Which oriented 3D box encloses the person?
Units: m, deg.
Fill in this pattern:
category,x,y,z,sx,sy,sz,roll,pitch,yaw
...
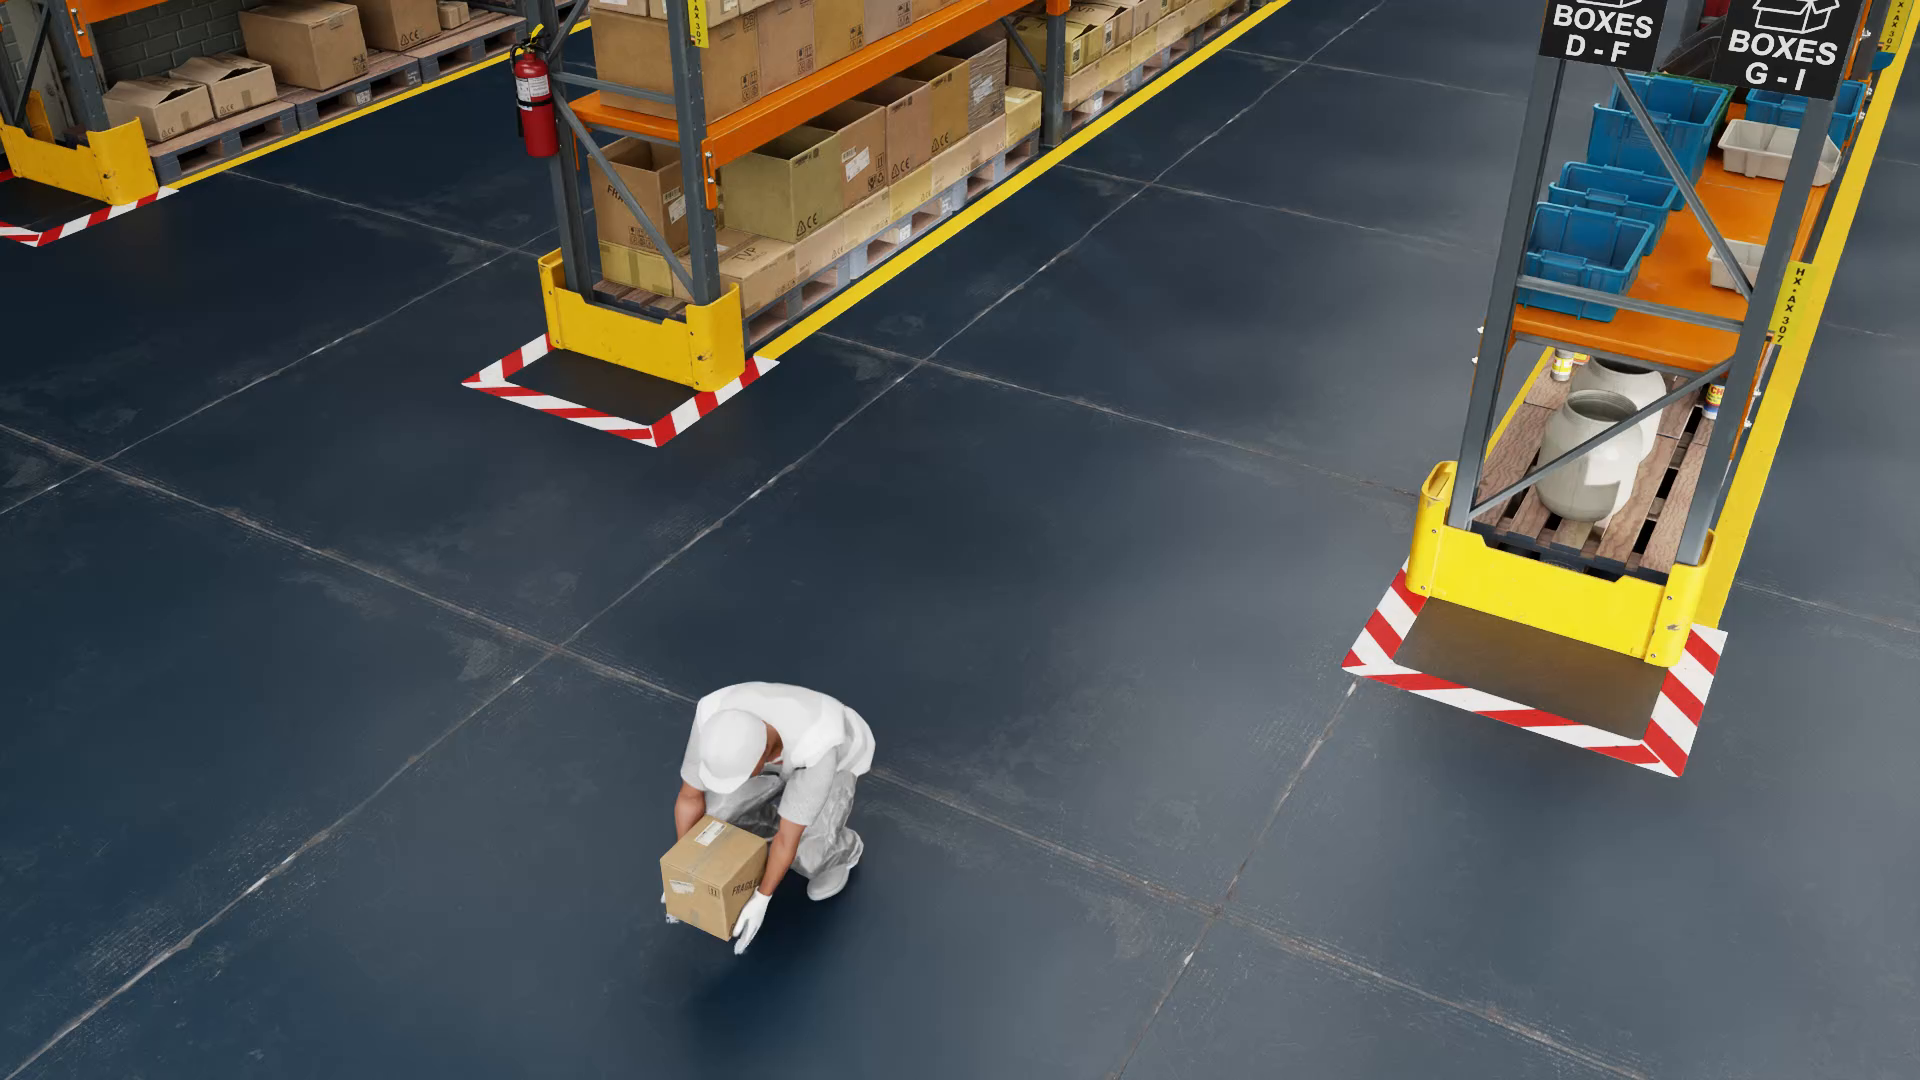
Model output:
category,x,y,z,sx,sy,sz,roll,pitch,yaw
person,-0.617,0.818,5.617,0.559,1.000,0.894,17,37,24
